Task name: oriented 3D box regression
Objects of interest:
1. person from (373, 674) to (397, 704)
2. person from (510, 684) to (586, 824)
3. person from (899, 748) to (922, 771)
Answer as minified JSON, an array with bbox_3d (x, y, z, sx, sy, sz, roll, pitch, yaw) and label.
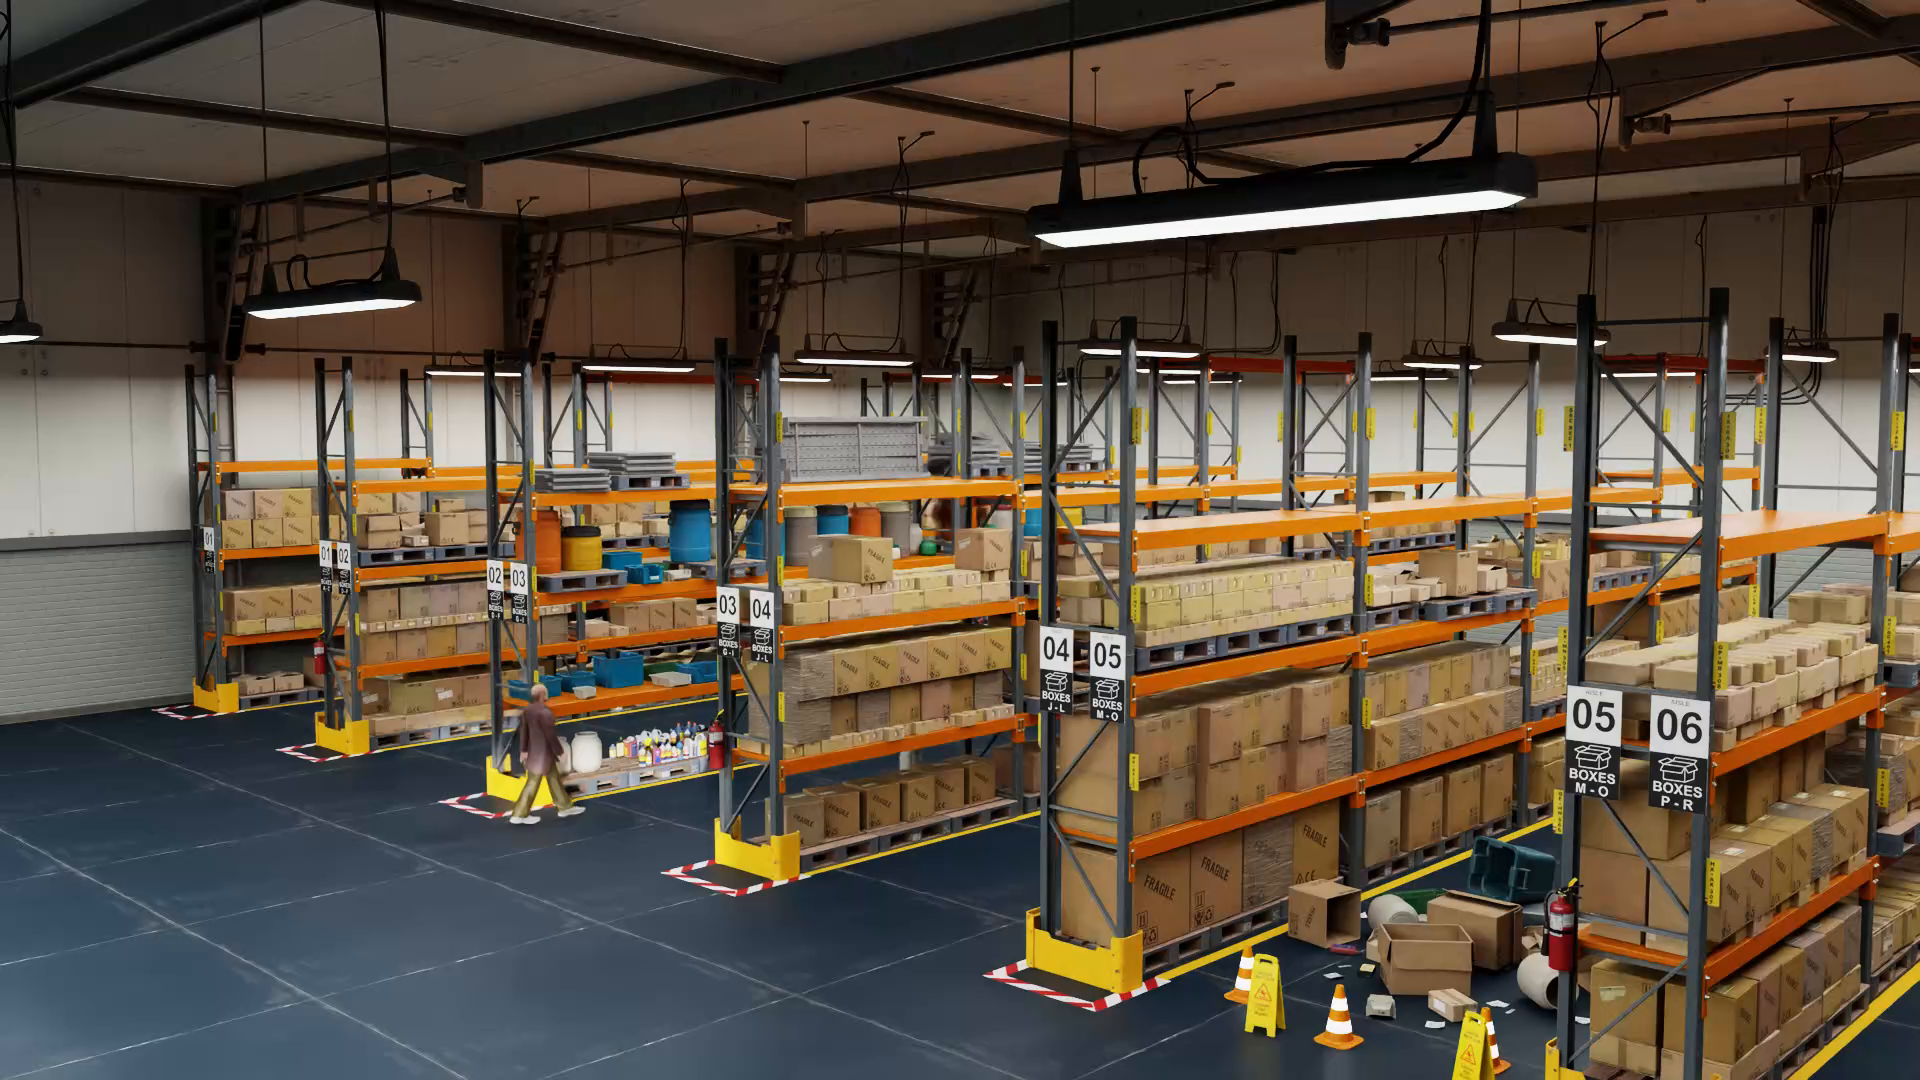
[{"bbox_3d":[-9.616,2.185,27.863,0.659,1.751,0.655,-1,5,-16],"label":"person"},{"bbox_3d":[-5.177,2.673,20.903,0.985,1.742,0.575,-2,5,-23],"label":"person"},{"bbox_3d":[-0.701,2.587,22.683,0.416,1.674,0.512,3,5,32],"label":"person"}]
